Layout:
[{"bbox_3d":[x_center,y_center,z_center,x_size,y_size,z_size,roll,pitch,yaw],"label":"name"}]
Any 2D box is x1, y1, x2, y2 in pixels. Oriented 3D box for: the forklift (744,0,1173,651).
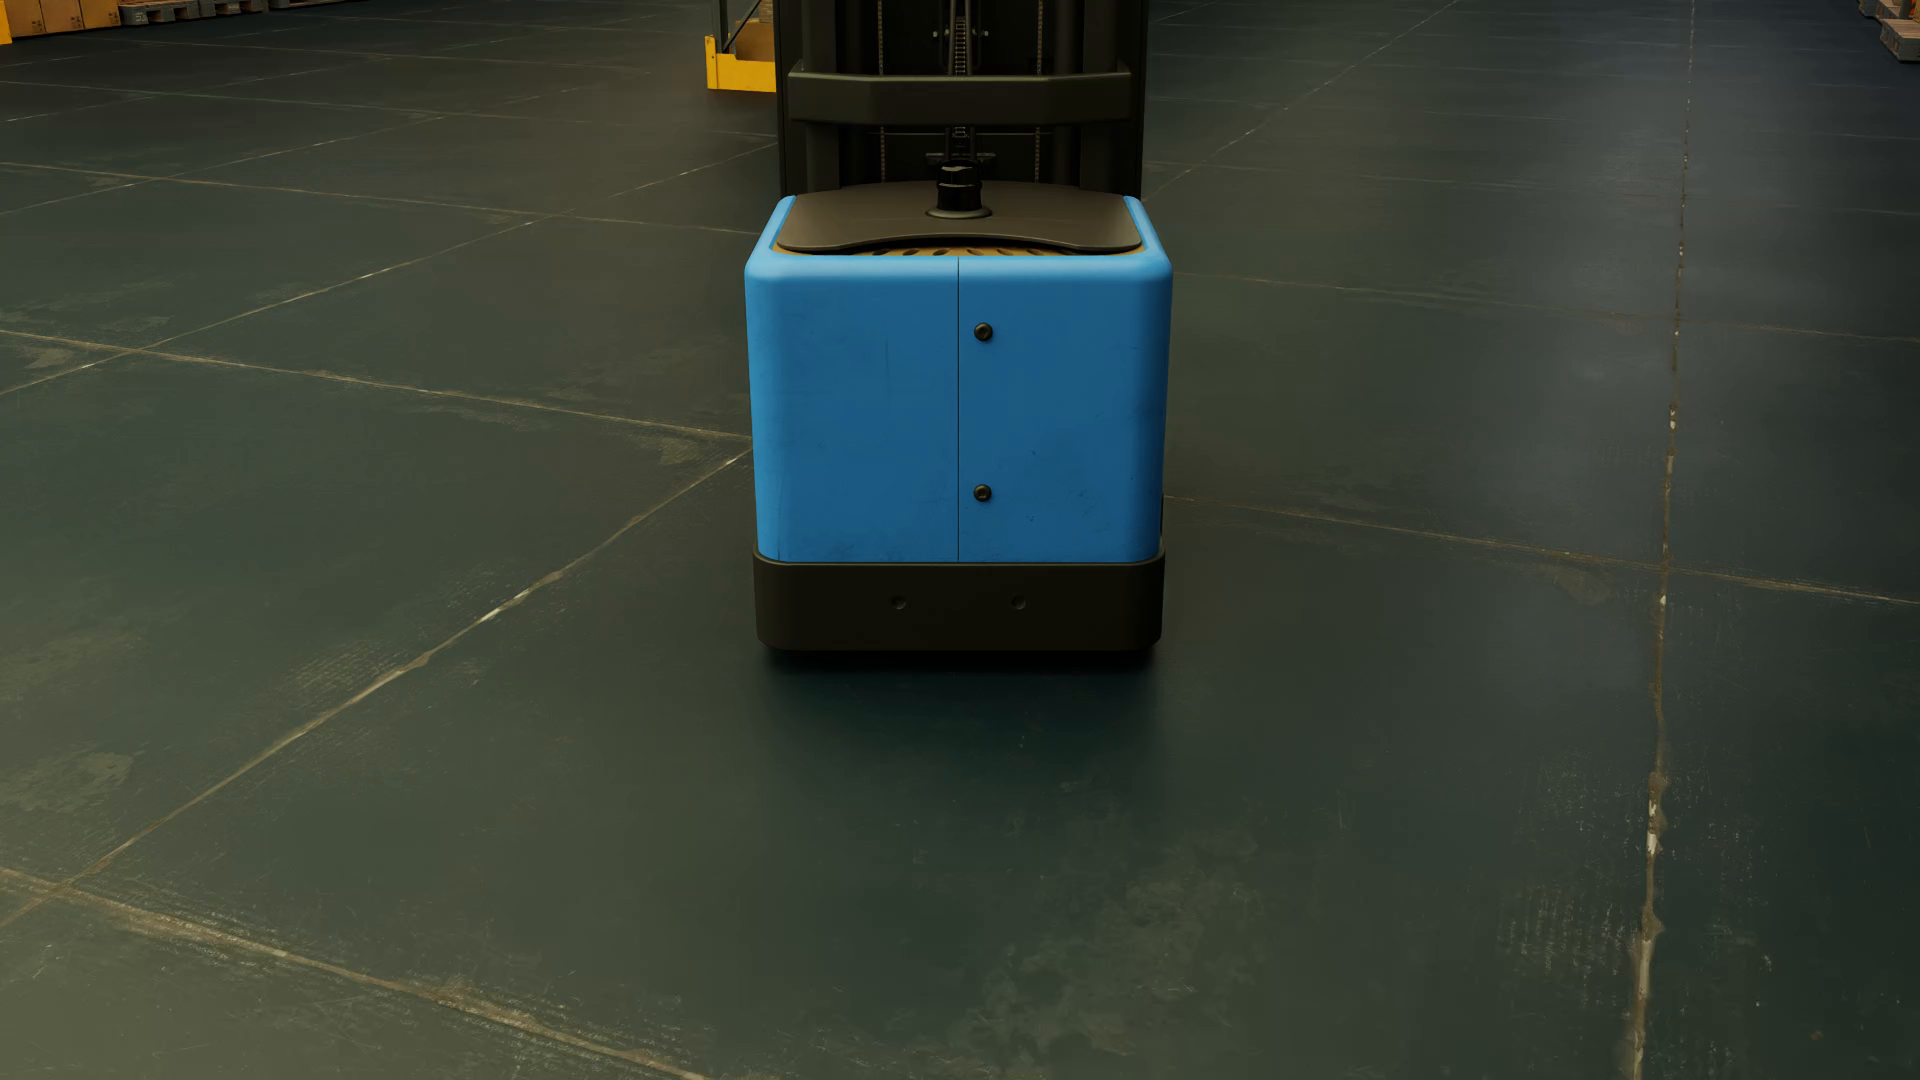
[{"bbox_3d":[0.002,-1.587,5.089,1.130,2.935,3.031,0,23,0],"label":"forklift"}]
